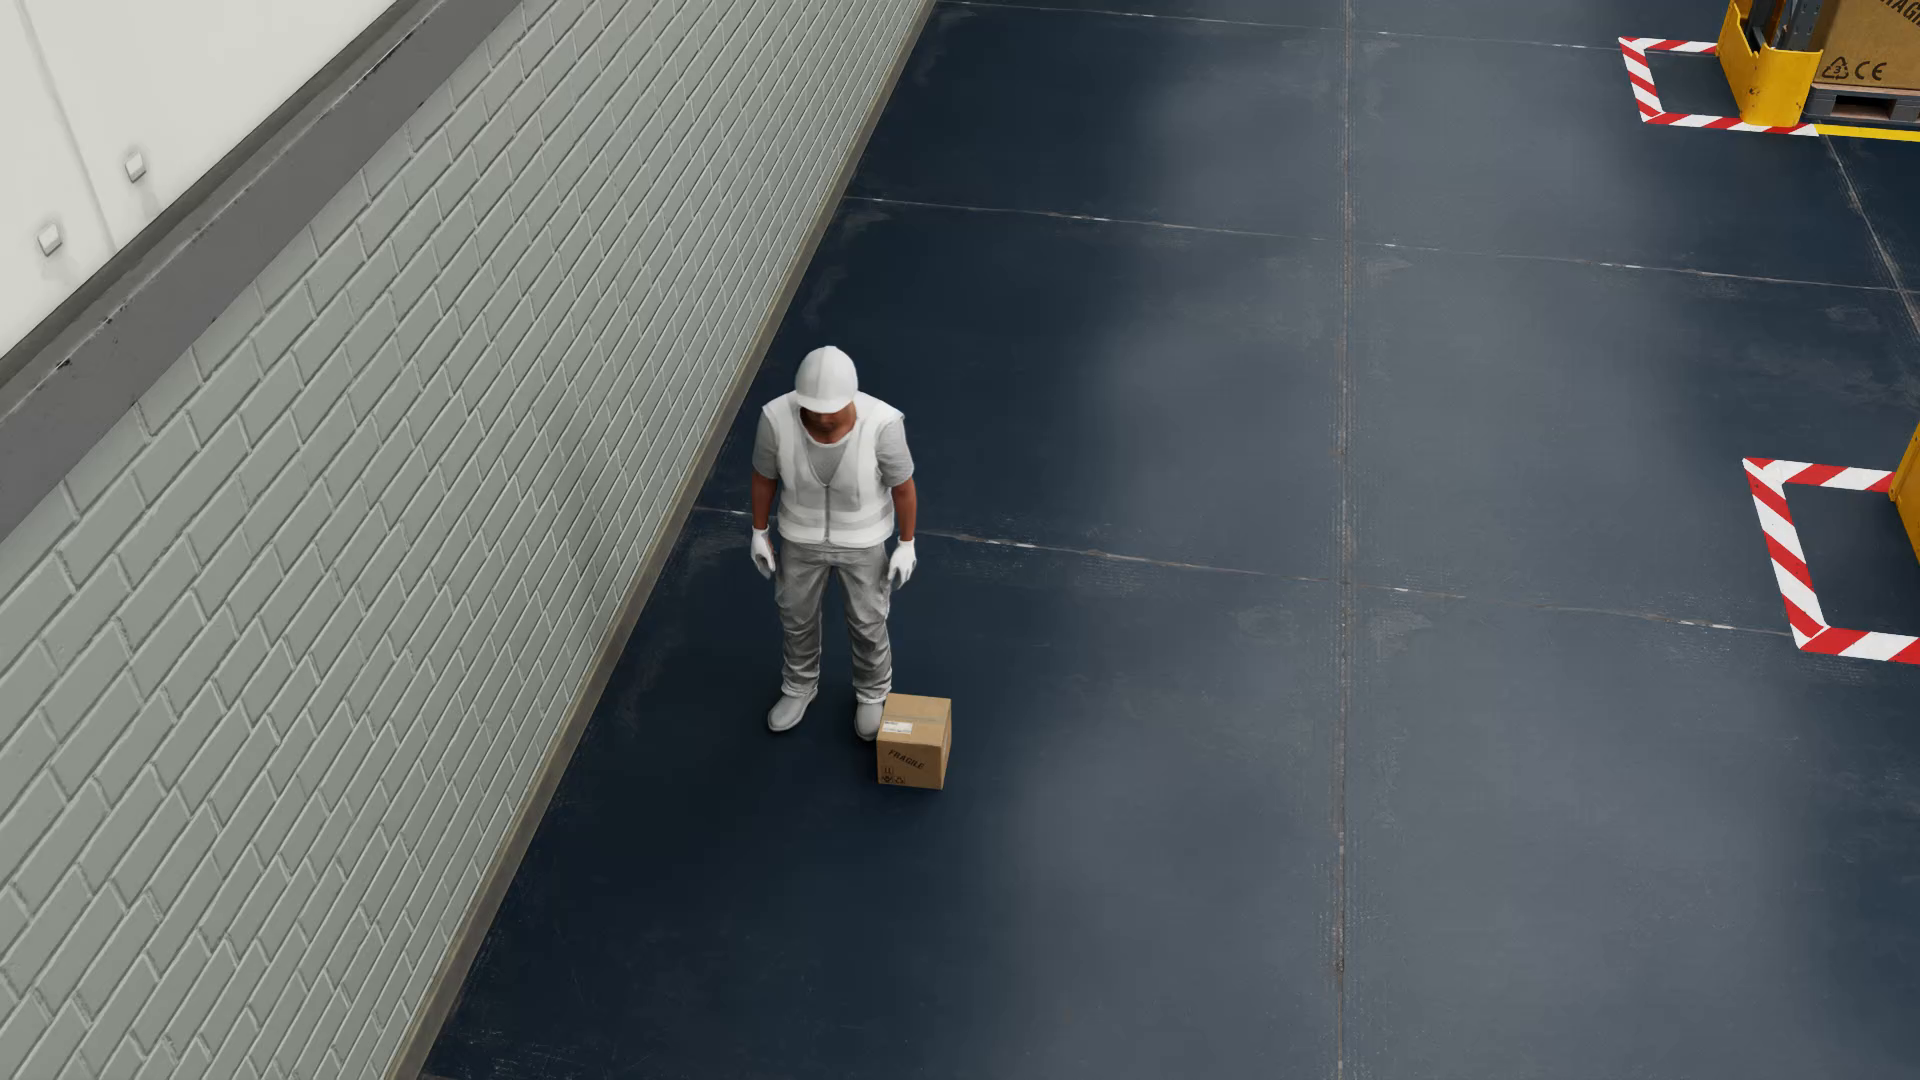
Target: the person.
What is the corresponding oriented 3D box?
[{"bbox_3d":[-0.469,0.010,6.138,0.620,1.773,0.449,4,40,5],"label":"person"}]
